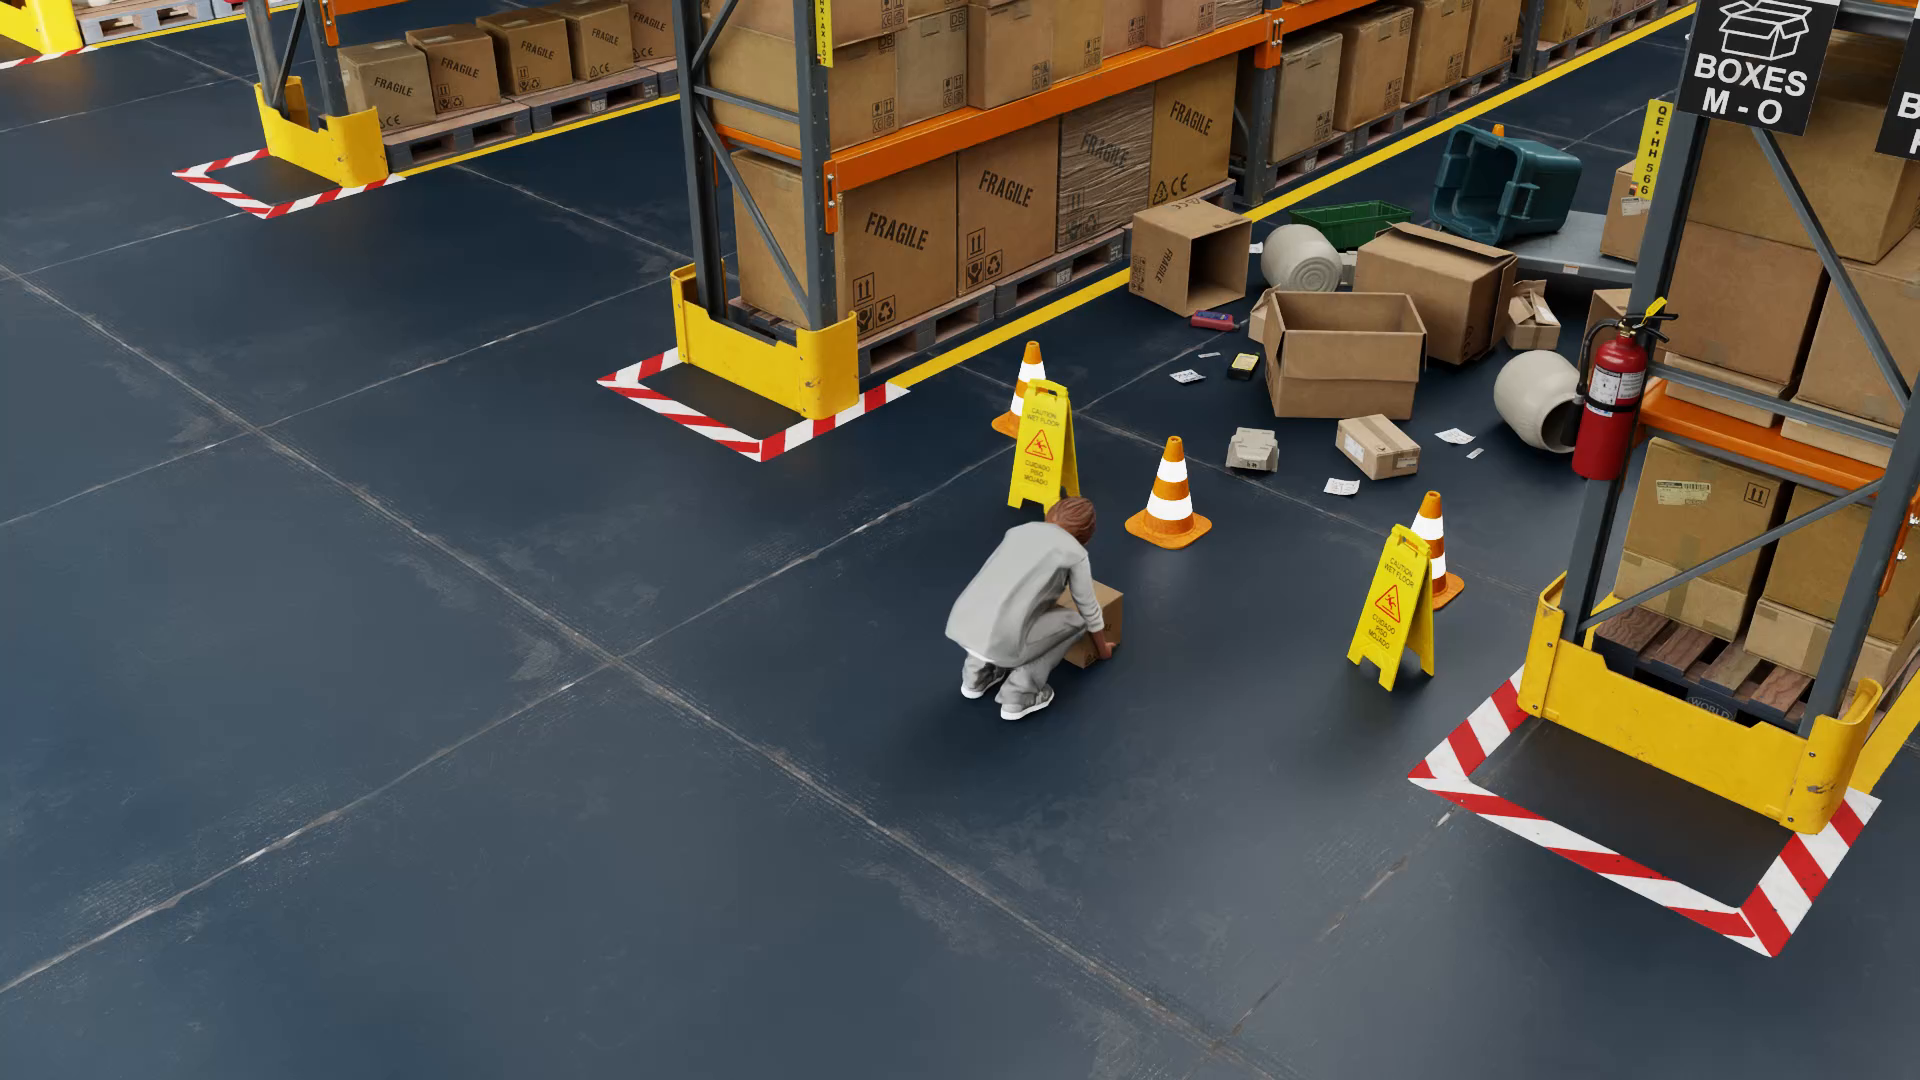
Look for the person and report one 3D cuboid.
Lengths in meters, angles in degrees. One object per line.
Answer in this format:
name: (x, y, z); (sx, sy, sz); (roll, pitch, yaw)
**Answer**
person: (0.277, 0.298, 6.585); (0.431, 0.754, 0.839); (25, 40, 34)
